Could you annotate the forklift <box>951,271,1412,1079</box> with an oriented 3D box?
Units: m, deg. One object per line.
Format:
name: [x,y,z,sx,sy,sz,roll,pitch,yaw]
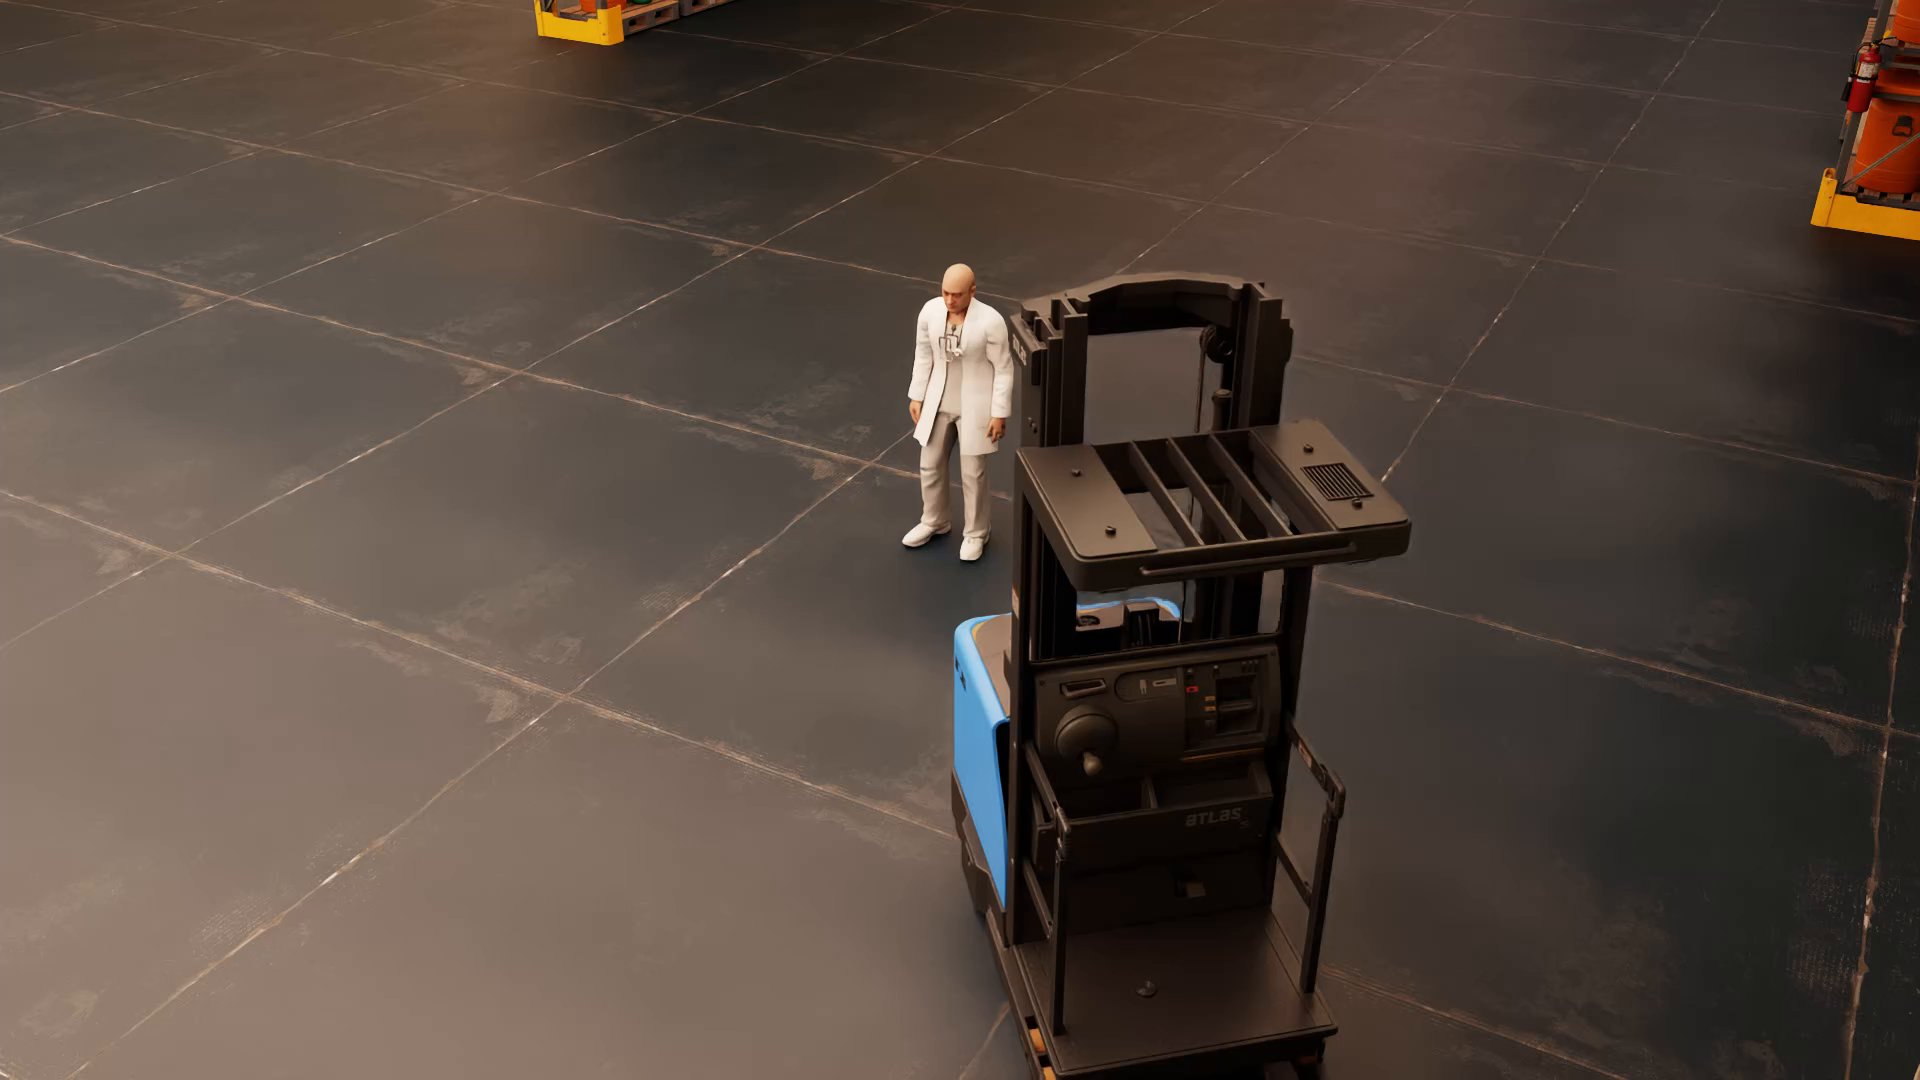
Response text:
forklift: [0.778,0.672,5.906,1.130,2.935,3.031,-6,31,-11]

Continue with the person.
person: [-0.007,-0.752,9.532,0.644,1.773,0.431,14,33,23]
